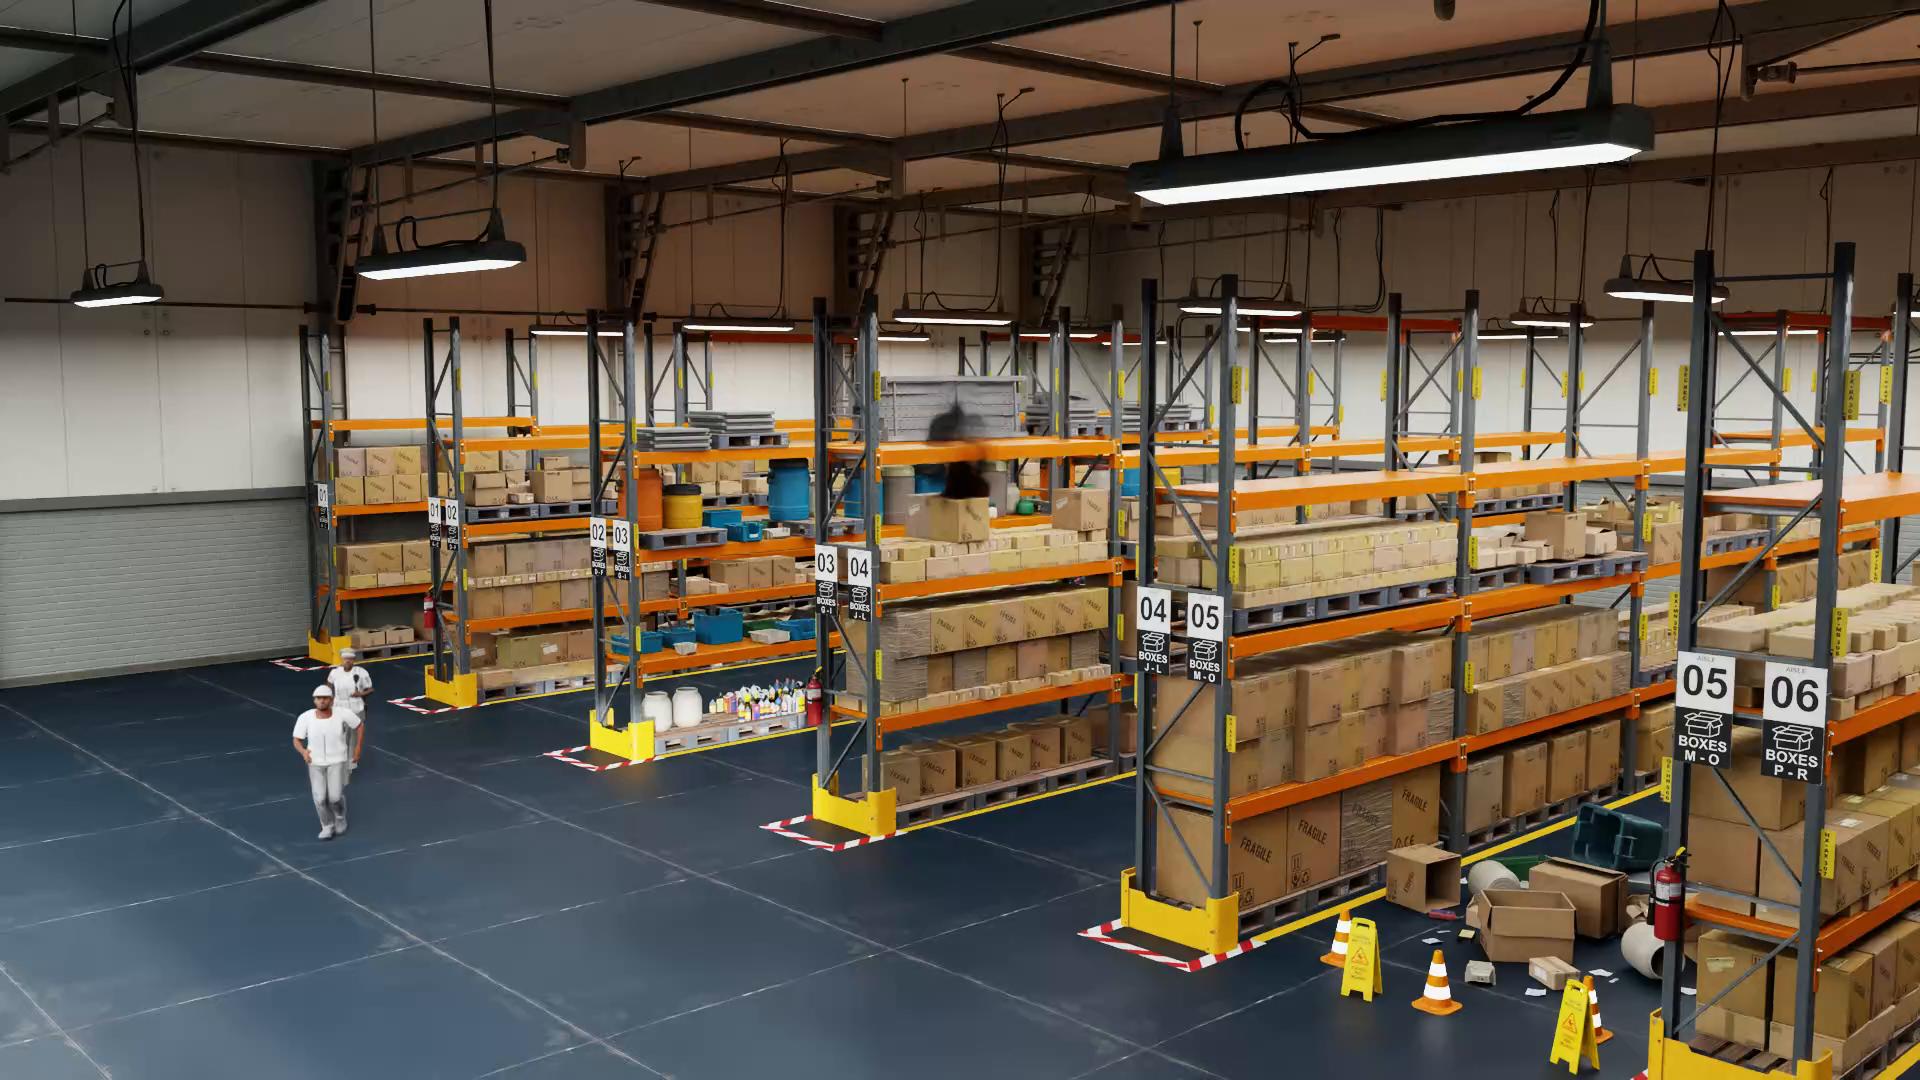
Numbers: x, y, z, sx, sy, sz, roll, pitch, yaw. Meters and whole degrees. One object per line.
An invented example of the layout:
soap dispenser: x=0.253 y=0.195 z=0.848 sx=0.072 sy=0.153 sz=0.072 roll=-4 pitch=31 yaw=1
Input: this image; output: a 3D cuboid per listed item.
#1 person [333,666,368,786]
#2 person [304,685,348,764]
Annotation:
person: x=-7.753 y=2.338 z=21.163 sx=0.410 sy=1.497 sz=0.844 roll=-2 pitch=6 yaw=-22
person: x=-6.991 y=2.029 z=18.309 sx=0.436 sy=0.884 sz=0.354 roll=-2 pitch=6 yaw=-15
